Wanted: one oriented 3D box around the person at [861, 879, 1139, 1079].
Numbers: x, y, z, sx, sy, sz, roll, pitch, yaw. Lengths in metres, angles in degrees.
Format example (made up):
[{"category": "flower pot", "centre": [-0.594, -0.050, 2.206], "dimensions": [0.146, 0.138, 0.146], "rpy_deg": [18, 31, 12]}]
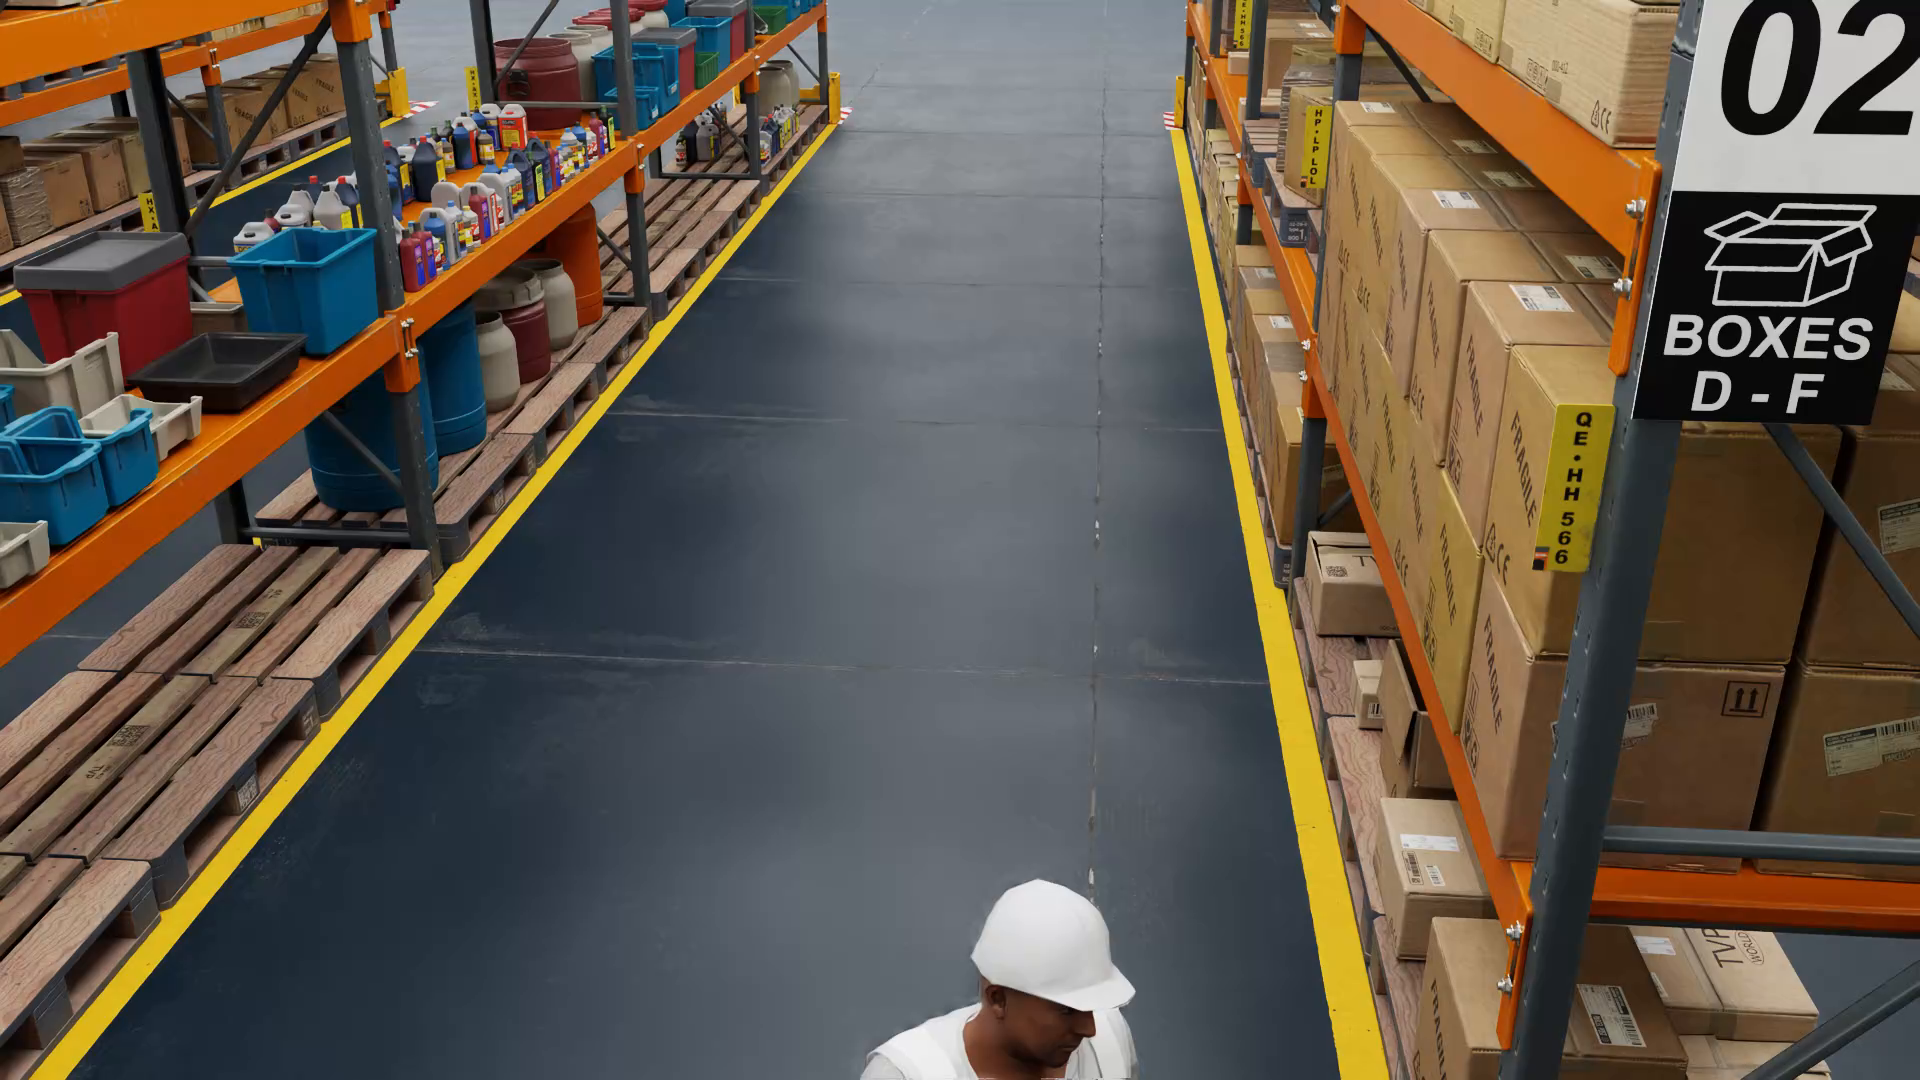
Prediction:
[{"category": "person", "centre": [0.096, 1.402, 2.934], "dimensions": [0.652, 1.773, 0.475], "rpy_deg": [-9, 26, -19]}]
